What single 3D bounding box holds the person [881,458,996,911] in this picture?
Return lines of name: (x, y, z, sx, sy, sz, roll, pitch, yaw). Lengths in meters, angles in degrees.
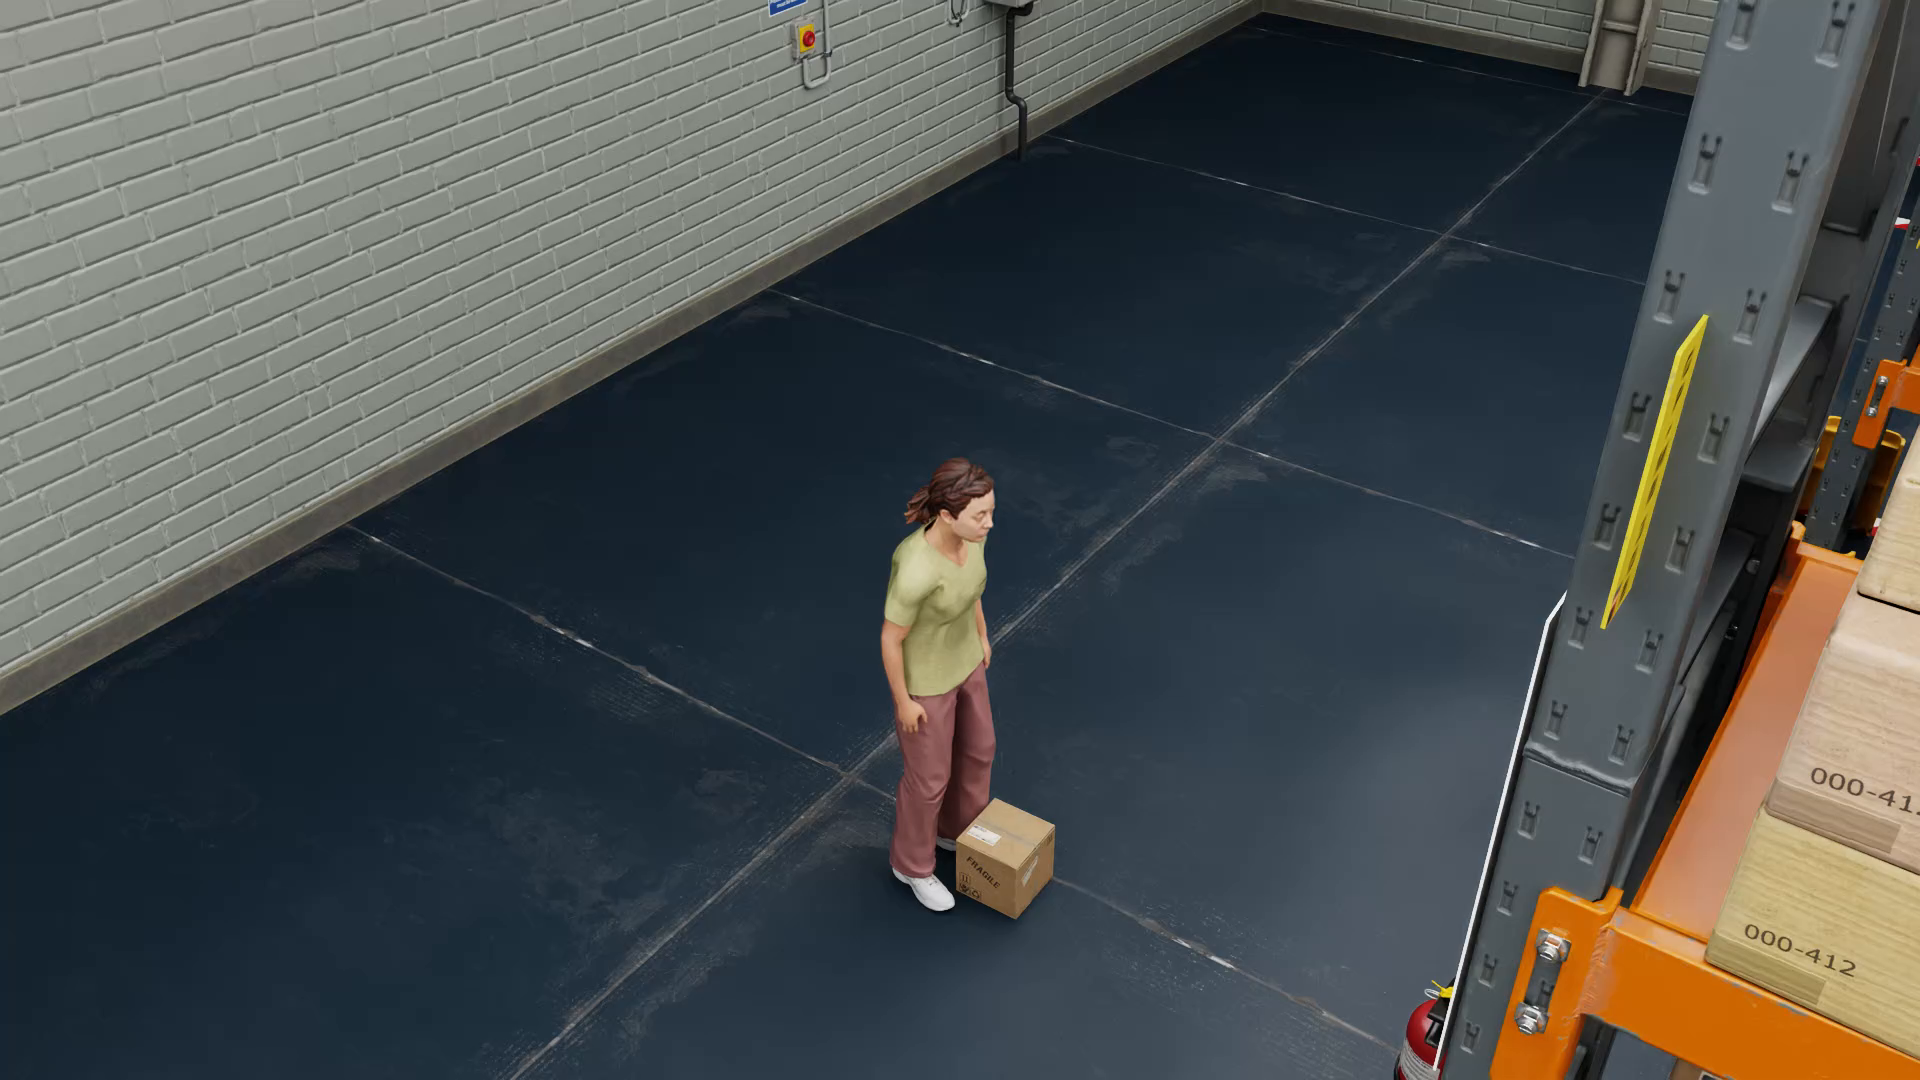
person: (-0.028, 0.455, 5.488, 0.404, 1.673, 0.500, 21, 40, 28)
